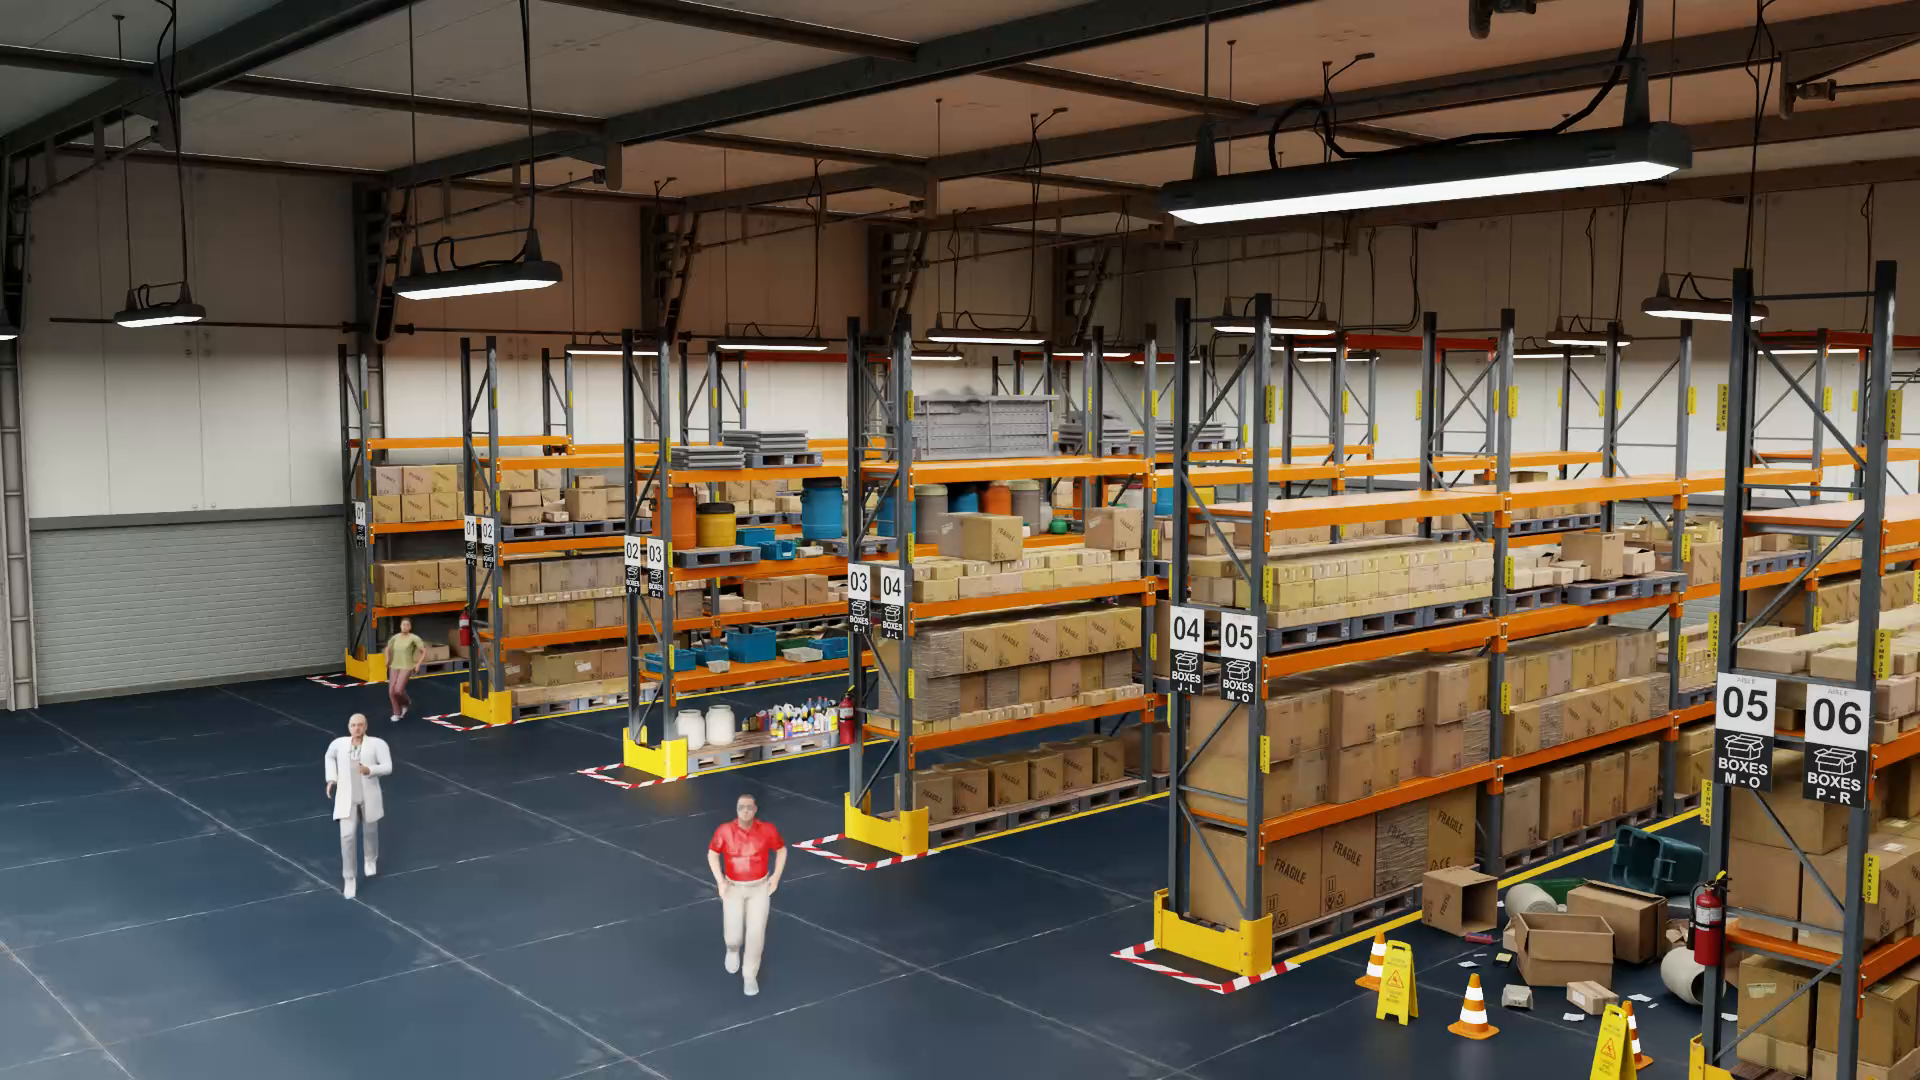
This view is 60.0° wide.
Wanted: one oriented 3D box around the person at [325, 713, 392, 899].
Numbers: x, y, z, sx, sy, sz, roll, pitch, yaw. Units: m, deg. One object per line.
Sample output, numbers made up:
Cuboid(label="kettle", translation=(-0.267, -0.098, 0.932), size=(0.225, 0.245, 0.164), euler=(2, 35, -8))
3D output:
Cuboid(label="person", translation=(-6.262, 2.714, 17.339), size=(0.677, 1.831, 0.920), euler=(-2, 5, -16))

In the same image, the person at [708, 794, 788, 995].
Cuboid(label="person", translation=(-1.841, 3.035, 14.469), size=(0.684, 1.703, 0.602), euler=(-1, 5, -9))

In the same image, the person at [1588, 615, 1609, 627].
Cuboid(label="person", translation=(10.078, 1.935, 26.213), size=(0.669, 1.765, 0.919), euler=(5, 7, 45))

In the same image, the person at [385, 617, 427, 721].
Cuboid(label="person", translation=(-8.726, 2.026, 26.057), size=(0.646, 1.630, 0.514), euler=(1, 5, 7))
